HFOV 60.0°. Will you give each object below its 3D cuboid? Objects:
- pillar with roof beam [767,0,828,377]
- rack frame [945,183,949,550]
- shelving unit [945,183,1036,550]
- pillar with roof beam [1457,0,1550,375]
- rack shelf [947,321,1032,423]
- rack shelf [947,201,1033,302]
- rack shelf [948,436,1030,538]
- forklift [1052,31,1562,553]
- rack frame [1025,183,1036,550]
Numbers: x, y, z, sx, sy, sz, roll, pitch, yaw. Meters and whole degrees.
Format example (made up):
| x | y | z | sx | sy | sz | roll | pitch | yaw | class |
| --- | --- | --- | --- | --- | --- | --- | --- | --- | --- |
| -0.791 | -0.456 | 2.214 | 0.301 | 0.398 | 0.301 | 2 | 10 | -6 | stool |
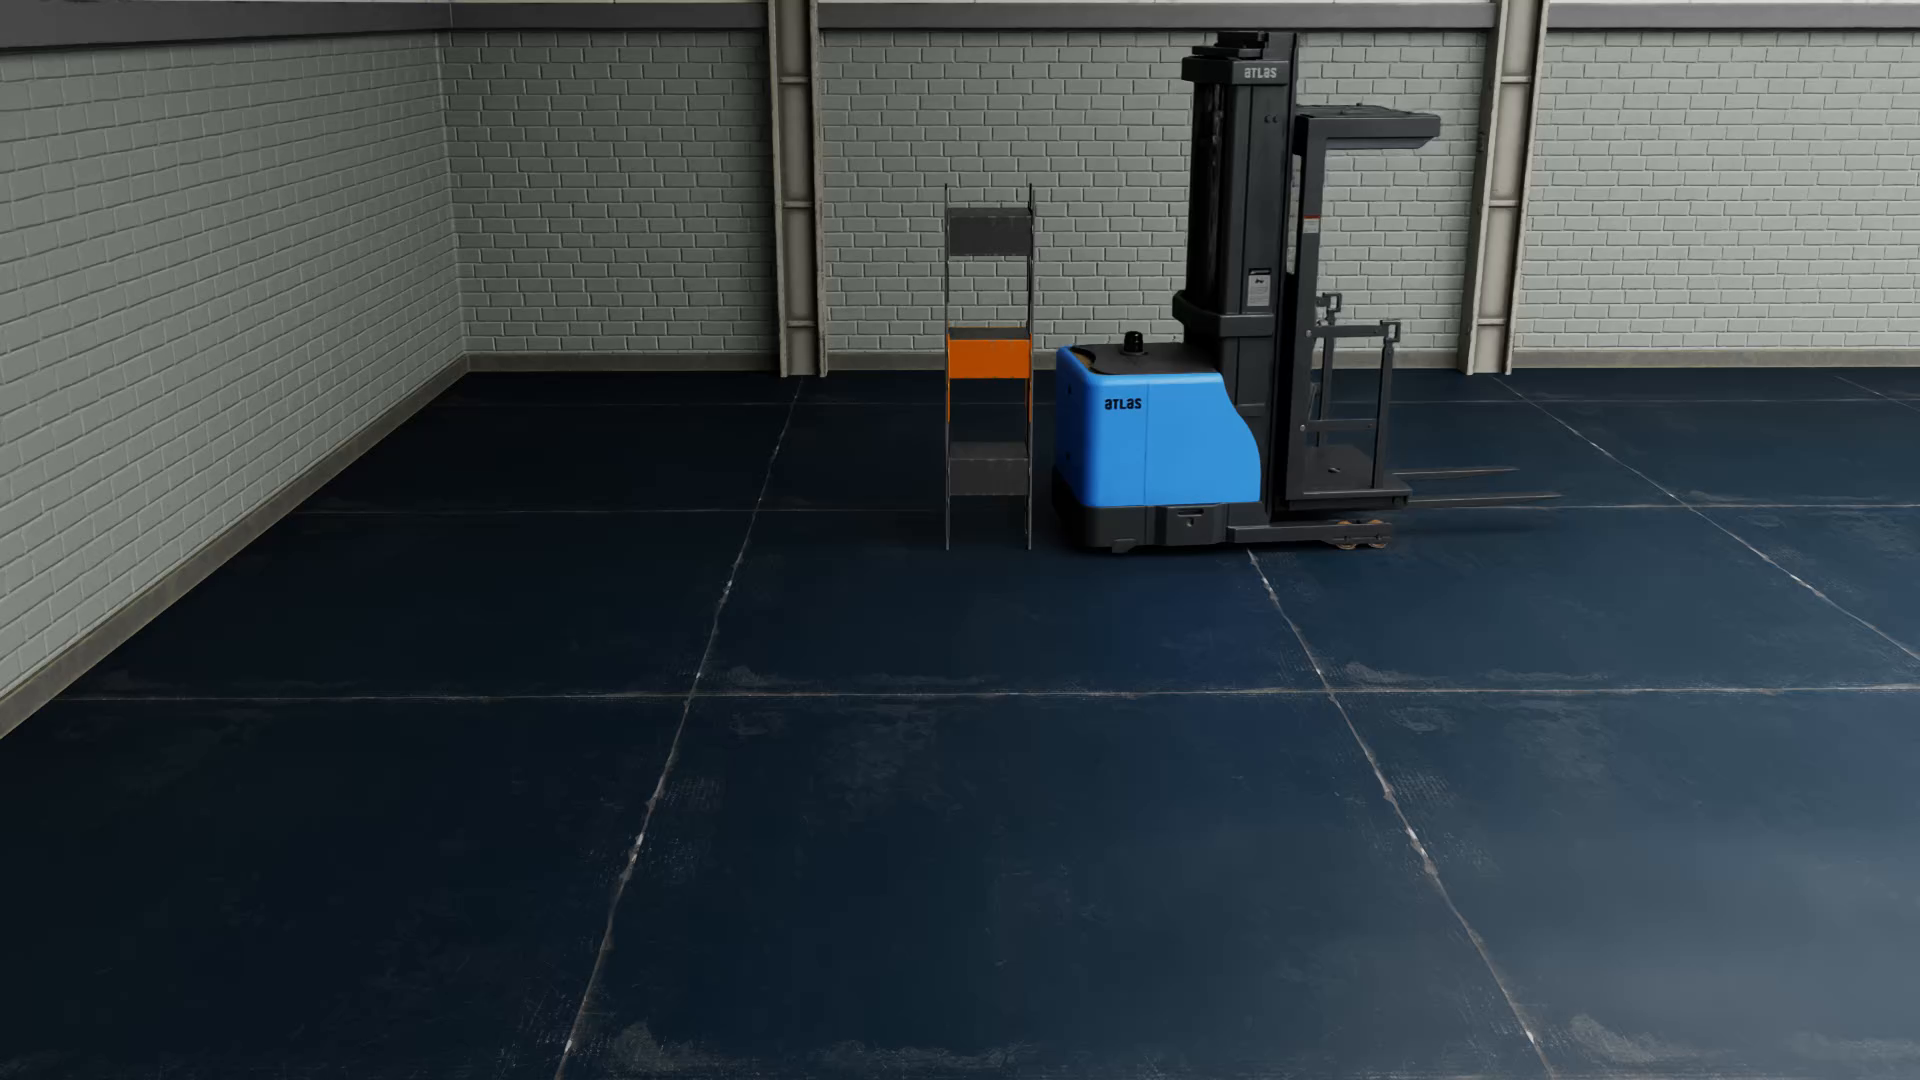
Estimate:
| x | y | z | sx | sy | sz | roll | pitch | yaw | class |
| --- | --- | --- | --- | --- | --- | --- | --- | --- | --- |
| -1.302 | -4.436 | 9.144 | 0.400 | 9.000 | 9.100 | 0 | 18 | -1 | pillar with roof beam |
| -0.078 | -0.999 | 9.726 | 0.015 | 2.100 | 0.400 | 0 | 18 | -1 | rack frame |
| 0.166 | -1.001 | 9.729 | 0.503 | 2.100 | 0.431 | 0 | 18 | -1 | shelving unit |
| 4.697 | -4.465 | 9.234 | 0.400 | 9.000 | 9.100 | 0 | 18 | -1 | pillar with roof beam |
| 0.166 | -0.988 | 9.733 | 0.480 | 0.518 | 0.431 | 0 | 18 | -1 | rack shelf |
| 0.166 | -1.654 | 9.520 | 0.480 | 0.518 | 0.431 | 0 | 18 | -1 | rack shelf |
| 0.166 | -0.321 | 9.947 | 0.480 | 0.518 | 0.431 | 0 | 18 | -1 | rack shelf |
| 2.138 | -1.497 | 9.916 | 3.031 | 2.935 | 1.130 | -2 | 18 | -7 | forklift |
| 0.409 | -1.002 | 9.733 | 0.015 | 2.100 | 0.400 | 0 | 18 | -1 | rack frame |
